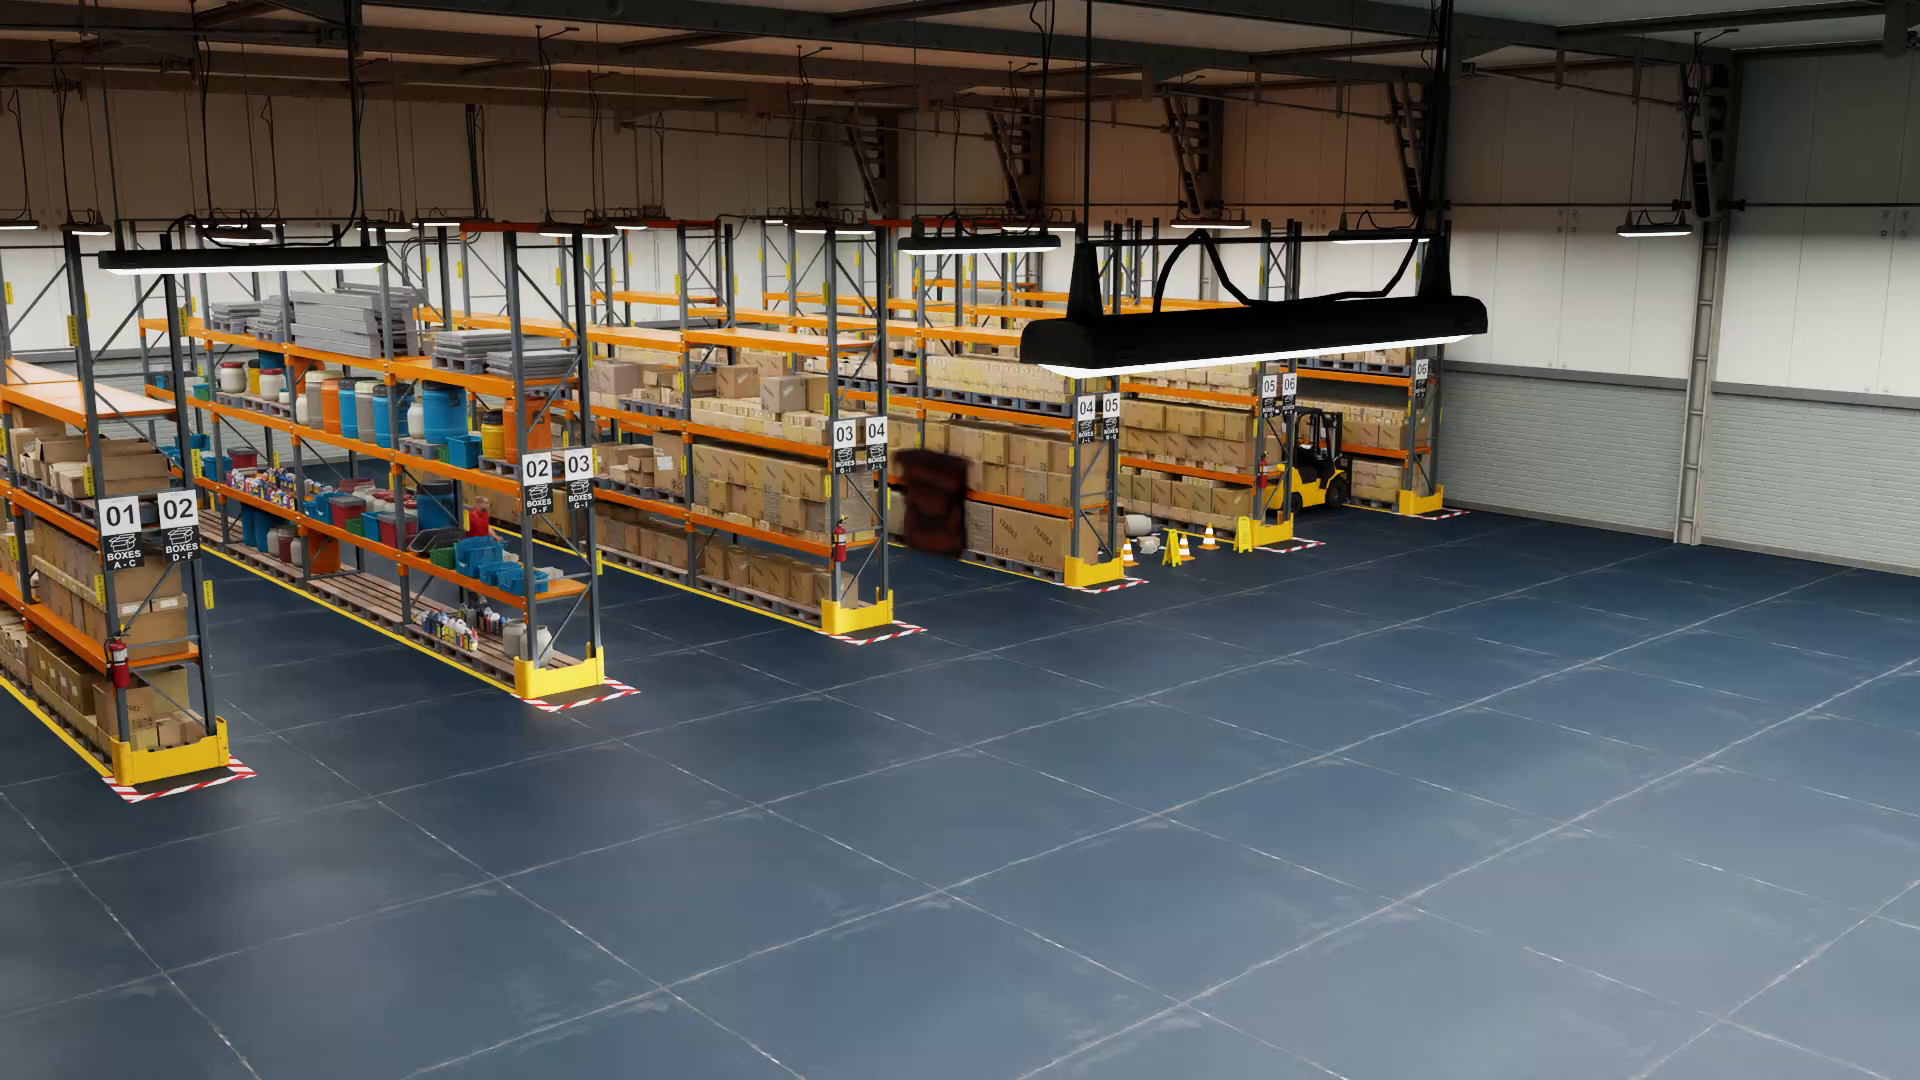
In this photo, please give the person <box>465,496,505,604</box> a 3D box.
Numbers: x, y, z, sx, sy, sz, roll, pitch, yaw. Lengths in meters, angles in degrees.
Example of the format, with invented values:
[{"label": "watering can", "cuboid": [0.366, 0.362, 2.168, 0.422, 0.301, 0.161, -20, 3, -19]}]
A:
[{"label": "person", "cuboid": [-7.860, 0.126, 27.086, 0.777, 1.713, 0.961, -10, 15, -40]}]
